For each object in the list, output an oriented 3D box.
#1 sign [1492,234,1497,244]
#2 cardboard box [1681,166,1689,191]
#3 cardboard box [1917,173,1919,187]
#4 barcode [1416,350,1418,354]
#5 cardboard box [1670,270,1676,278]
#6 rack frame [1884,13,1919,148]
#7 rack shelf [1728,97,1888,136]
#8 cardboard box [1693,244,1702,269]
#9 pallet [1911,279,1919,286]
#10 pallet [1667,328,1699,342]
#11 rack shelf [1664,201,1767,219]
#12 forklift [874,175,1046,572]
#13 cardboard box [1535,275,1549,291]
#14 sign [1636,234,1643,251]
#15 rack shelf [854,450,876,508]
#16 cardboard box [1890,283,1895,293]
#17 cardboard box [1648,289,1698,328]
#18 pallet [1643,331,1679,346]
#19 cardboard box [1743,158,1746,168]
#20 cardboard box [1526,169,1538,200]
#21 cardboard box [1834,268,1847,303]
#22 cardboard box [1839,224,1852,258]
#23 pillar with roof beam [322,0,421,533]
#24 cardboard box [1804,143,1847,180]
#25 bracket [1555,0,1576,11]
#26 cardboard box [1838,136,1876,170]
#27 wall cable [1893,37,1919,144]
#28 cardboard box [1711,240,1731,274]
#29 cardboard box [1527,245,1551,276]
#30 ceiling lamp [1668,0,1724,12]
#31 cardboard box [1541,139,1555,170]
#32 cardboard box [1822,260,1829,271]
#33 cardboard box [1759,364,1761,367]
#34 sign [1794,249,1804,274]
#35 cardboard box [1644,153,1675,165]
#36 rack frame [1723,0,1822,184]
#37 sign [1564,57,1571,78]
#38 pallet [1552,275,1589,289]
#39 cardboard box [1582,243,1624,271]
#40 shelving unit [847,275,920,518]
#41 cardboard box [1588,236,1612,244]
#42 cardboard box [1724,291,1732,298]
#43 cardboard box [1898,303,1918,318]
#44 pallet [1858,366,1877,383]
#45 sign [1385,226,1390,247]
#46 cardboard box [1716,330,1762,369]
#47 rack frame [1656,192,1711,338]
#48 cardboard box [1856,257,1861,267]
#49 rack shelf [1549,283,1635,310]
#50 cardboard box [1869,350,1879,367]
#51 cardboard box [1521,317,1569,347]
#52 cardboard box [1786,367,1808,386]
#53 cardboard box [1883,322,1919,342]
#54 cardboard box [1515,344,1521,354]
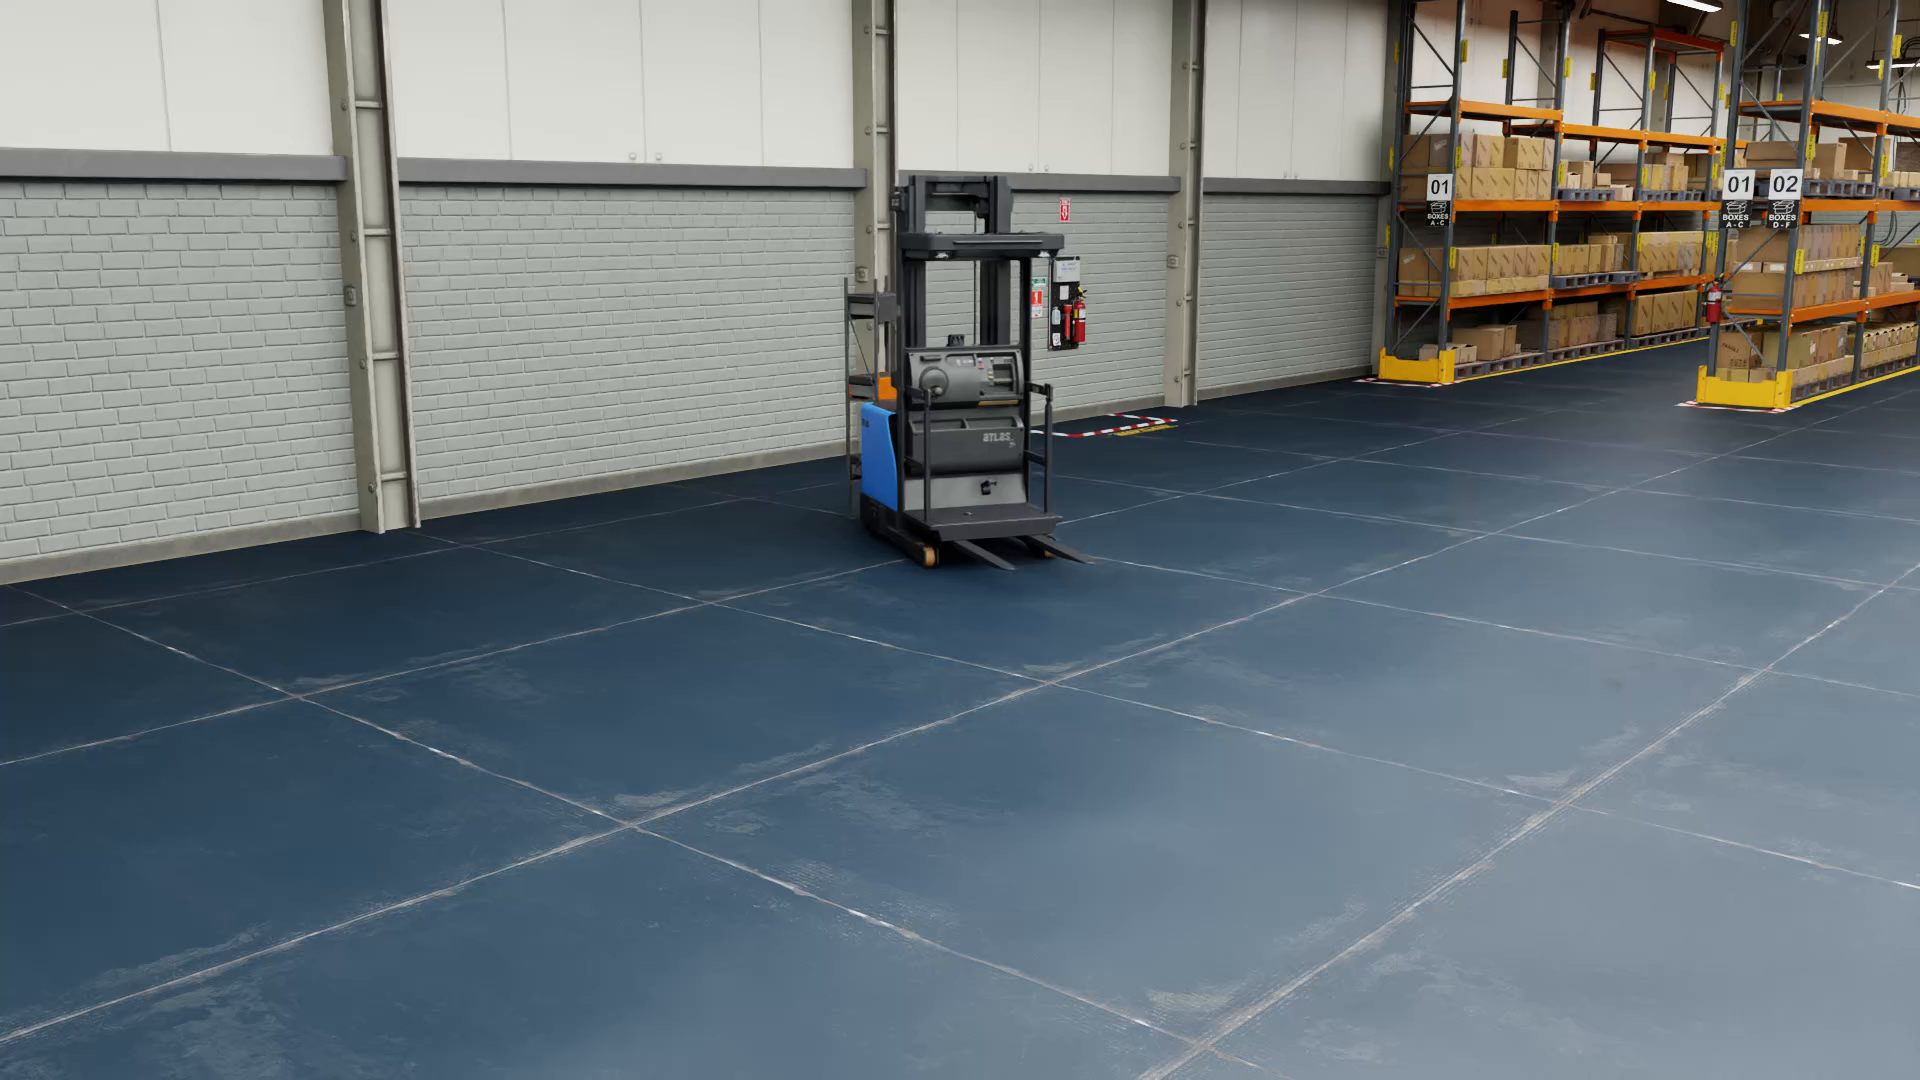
[{"bbox_3d":[9.420,-5.235,29.309,0.100,0.325,0.005,10,15,40],"label":"sign"},{"bbox_3d":[14.457,-7.394,34.035,0.700,0.500,0.500,9,14,37],"label":"cardboard box"},{"bbox_3d":[15.946,-6.074,28.117,0.500,0.250,0.500,8,14,36],"label":"cardboard box"},{"bbox_3d":[7.435,-3.054,27.062,0.001,0.075,0.075,10,15,40],"label":"barcode"},{"bbox_3d":[14.238,-5.392,33.641,0.380,0.149,0.250,9,15,39],"label":"cardboard box"},{"bbox_3d":[16.204,-7.487,28.221,1.000,3.000,0.127,10,15,40],"label":"rack frame"},{"bbox_3d":[12.243,-6.055,23.910,1.077,0.370,4.000,10,15,40],"label":"rack shelf"},{"bbox_3d":[15.005,-5.878,34.414,0.500,0.500,0.500,9,15,39],"label":"cardboard box"},{"bbox_3d":[17.484,-4.738,30.263,1.003,0.211,1.213,10,15,40],"label":"pallet"},{"bbox_3d":[14.668,-4.283,34.615,1.003,0.211,1.213,10,15,40],"label":"pallet"},{"bbox_3d":[16.441,-7.186,36.208,1.077,0.370,4.000,10,15,40],"label":"rack shelf"},{"bbox_3d":[0.014,-1.308,12.778,1.130,2.935,3.031,-2,11,-9],"label":"forklift"},{"bbox_3d":[9.755,-4.424,28.533,0.500,0.250,0.500,10,15,40],"label":"cardboard box"},{"bbox_3d":[12.894,-5.645,31.562,0.100,0.325,0.005,10,15,40],"label":"sign"},{"bbox_3d":[-0.660,-0.549,14.742,0.431,0.518,0.480,8,14,35],"label":"rack shelf"},{"bbox_3d":[15.404,-4.227,27.857,0.250,0.149,0.380,-11,16,-43],"label":"cardboard box"},{"bbox_3d":[14.789,-4.813,34.565,0.750,0.750,0.750,10,15,41],"label":"cardboard box"},{"bbox_3d":[13.863,-4.102,33.712,1.003,0.211,1.213,10,15,40],"label":"pallet"},{"bbox_3d":[16.806,-8.089,36.034,0.500,0.500,0.500,9,14,38],"label":"cardboard box"},{"bbox_3d":[9.349,-5.947,27.864,0.500,0.500,0.500,8,14,36],"label":"cardboard box"},{"bbox_3d":[12.932,-3.861,25.128,0.700,0.500,0.500,10,15,40],"label":"cardboard box"},{"bbox_3d":[12.942,-4.501,25.021,0.700,0.500,0.500,10,15,40],"label":"cardboard box"},{"bbox_3d":[-1.637,-3.960,10.561,9.100,9.000,0.400,10,15,40],"label":"pillar with roof beam"},{"bbox_3d":[12.224,-5.372,23.603,0.500,0.500,0.500,10,15,40],"label":"cardboard box"},{"bbox_3d":[10.965,-9.706,30.139,0.235,0.232,0.430,10,15,40],"label":"bracket"},{"bbox_3d":[14.000,-6.013,25.897,0.500,0.500,0.500,10,15,41],"label":"cardboard box"},{"bbox_3d":[23.795,-10.694,39.311,3.097,2.526,0.112,10,15,40],"label":"wall cable"},{"bbox_3d":[15.977,-6.105,35.852,0.980,0.700,0.700,9,15,39],"label":"cardboard box"},{"bbox_3d":[9.760,-4.791,28.456,0.500,0.500,0.500,10,15,40],"label":"cardboard box"},{"bbox_3d":[11.859,-10.018,25.991,0.800,3.185,2.000,10,15,40],"label":"ceiling lamp"},{"bbox_3d":[9.713,-6.508,28.118,0.500,0.500,0.500,8,14,36],"label":"cardboard box"},{"bbox_3d":[12.359,-3.991,24.123,0.380,0.149,0.250,10,15,41],"label":"cardboard box"},{"bbox_3d":[11.376,-2.418,24.106,0.500,0.250,0.500,10,15,40],"label":"cardboard box"},{"bbox_3d":[11.336,-3.759,22.459,0.100,0.325,0.005,10,15,40],"label":"sign"},{"bbox_3d":[14.088,-7.681,33.559,0.500,0.250,0.500,9,15,39],"label":"cardboard box"},{"bbox_3d":[10.923,-6.310,22.328,1.000,3.000,0.127,10,15,40],"label":"rack frame"},{"bbox_3d":[10.235,-7.962,28.014,0.100,0.325,0.005,10,15,40],"label":"sign"},{"bbox_3d":[10.453,-4.596,29.553,1.003,0.211,1.213,10,15,40],"label":"pallet"},{"bbox_3d":[12.177,-5.379,31.607,0.700,0.500,0.500,8,14,34],"label":"cardboard box"},{"bbox_3d":[-0.660,-1.249,14.603,0.431,2.100,0.503,8,14,35],"label":"shelving unit"},{"bbox_3d":[12.074,-5.664,31.376,0.380,0.149,0.250,7,13,31],"label":"cardboard box"},{"bbox_3d":[17.258,-5.464,37.064,0.380,0.149,0.250,10,15,42],"label":"cardboard box"},{"bbox_3d":[17.351,-4.230,30.578,0.500,0.250,0.500,9,15,39],"label":"cardboard box"},{"bbox_3d":[14.020,-2.703,26.703,1.003,0.211,1.213,10,15,40],"label":"pallet"},{"bbox_3d":[6.795,-4.805,26.349,0.100,0.325,0.005,10,15,40],"label":"sign"},{"bbox_3d":[11.053,-2.711,23.658,0.500,0.500,0.500,10,15,40],"label":"cardboard box"},{"bbox_3d":[15.120,-5.773,34.959,1.000,3.000,0.127,10,15,40],"label":"rack frame"},{"bbox_3d":[13.545,-4.256,25.449,0.380,0.149,0.250,10,15,40],"label":"cardboard box"},{"bbox_3d":[11.160,-4.538,30.609,1.077,0.370,4.000,10,15,40],"label":"rack shelf"},{"bbox_3d":[14.354,-2.916,26.602,0.500,0.250,0.500,10,15,42],"label":"cardboard box"},{"bbox_3d":[10.616,-3.779,30.233,0.700,0.500,0.500,9,15,39],"label":"cardboard box"},{"bbox_3d":[11.771,-2.350,23.765,0.500,0.250,0.500,10,15,40],"label":"cardboard box"},{"bbox_3d":[16.043,-3.569,28.436,0.500,0.311,0.500,10,15,42],"label":"cardboard box"},{"bbox_3d":[9.509,-3.340,28.887,0.380,0.166,0.250,7,14,33],"label":"cardboard box"}]
